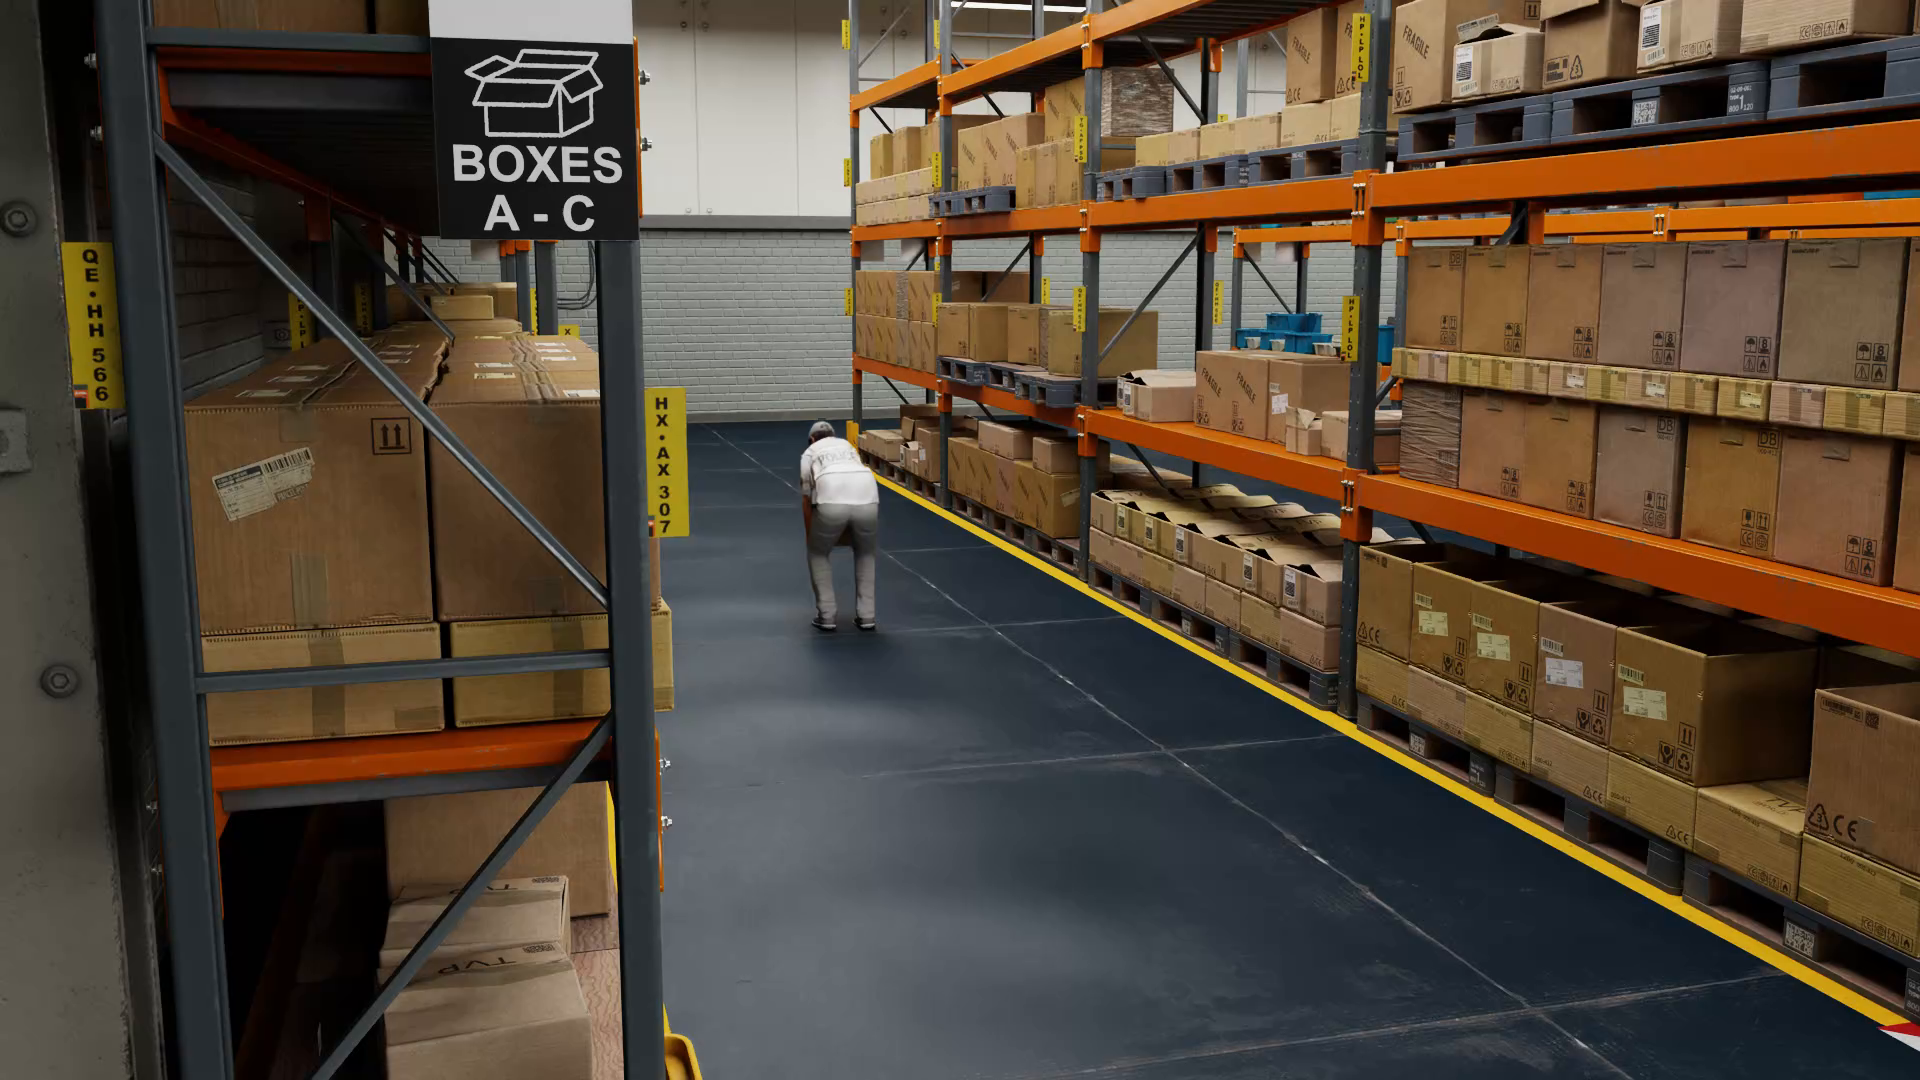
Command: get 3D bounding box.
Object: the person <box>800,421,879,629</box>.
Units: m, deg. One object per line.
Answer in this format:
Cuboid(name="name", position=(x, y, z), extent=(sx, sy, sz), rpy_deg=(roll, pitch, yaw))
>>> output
Cuboid(name="person", position=(-0.816, -0.099, 11.037), extent=(0.465, 1.325, 0.872), rpy_deg=(-3, 10, -18))
